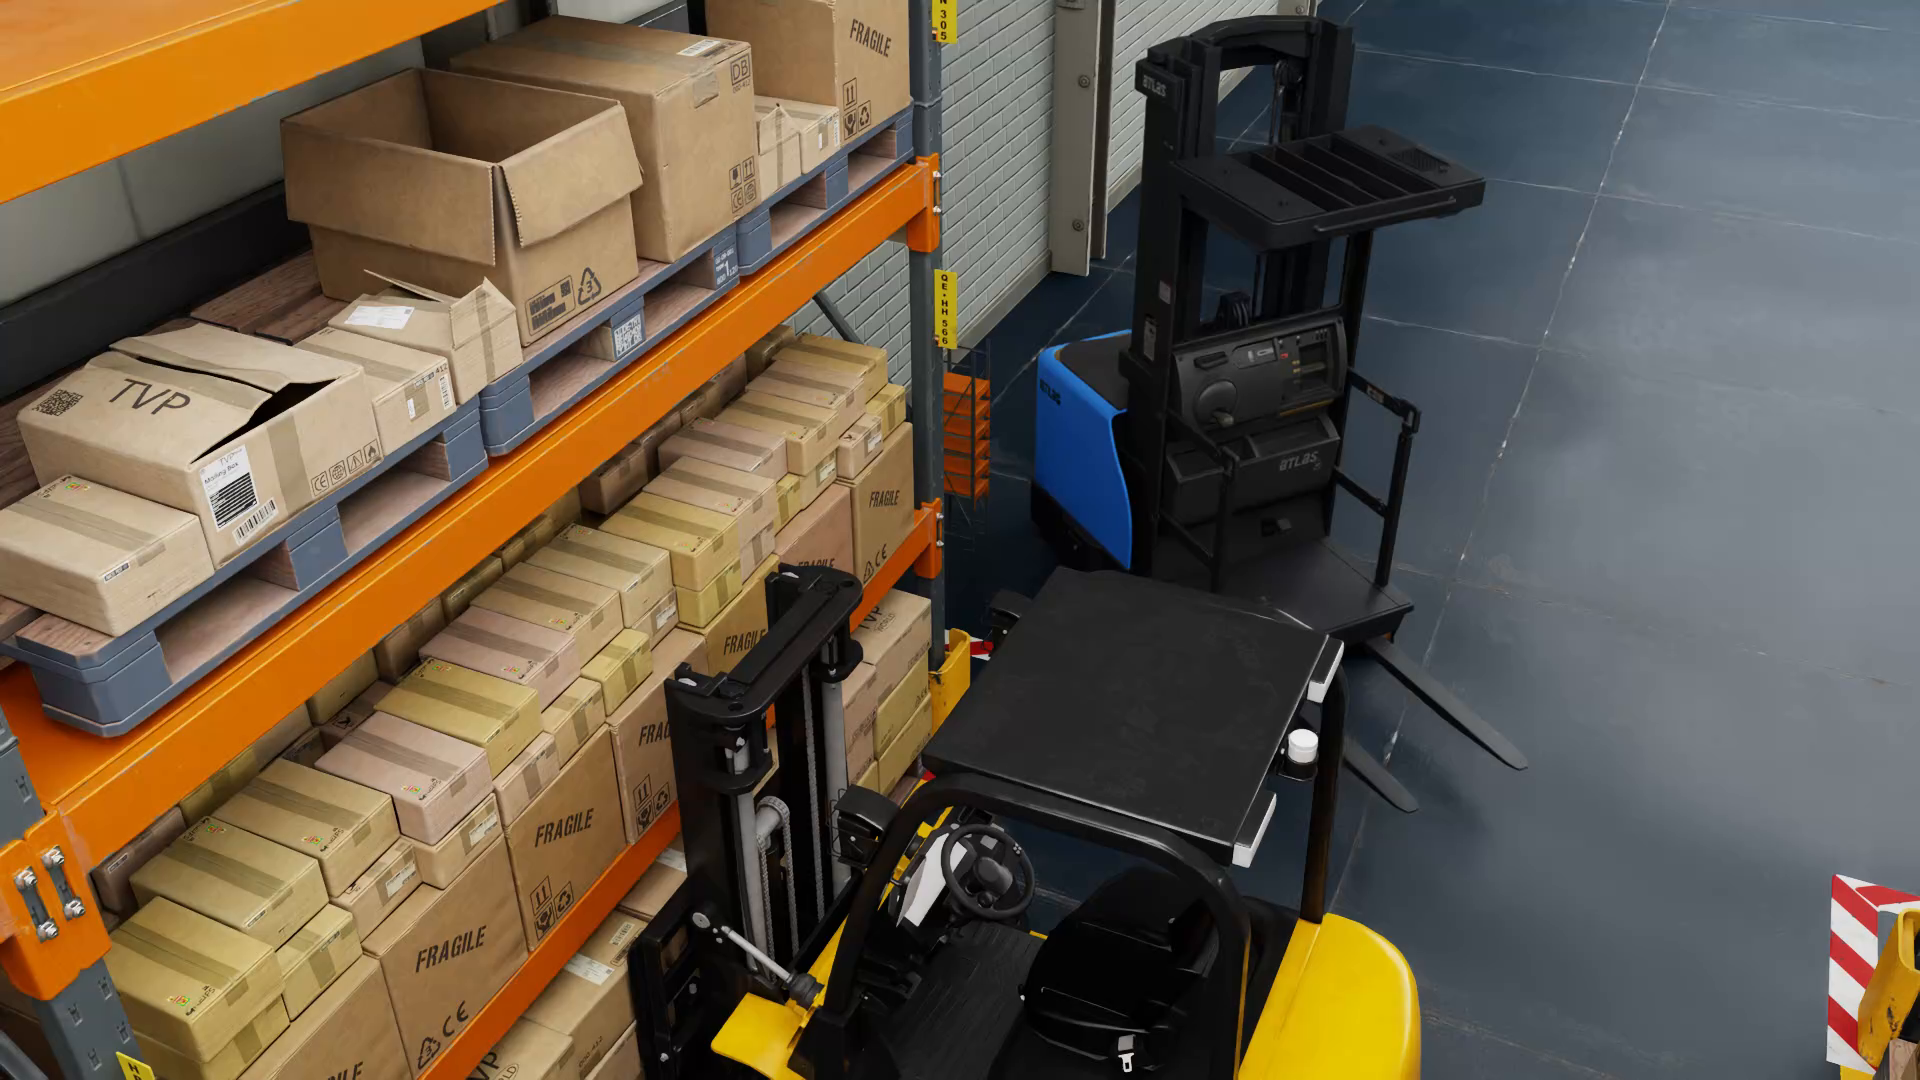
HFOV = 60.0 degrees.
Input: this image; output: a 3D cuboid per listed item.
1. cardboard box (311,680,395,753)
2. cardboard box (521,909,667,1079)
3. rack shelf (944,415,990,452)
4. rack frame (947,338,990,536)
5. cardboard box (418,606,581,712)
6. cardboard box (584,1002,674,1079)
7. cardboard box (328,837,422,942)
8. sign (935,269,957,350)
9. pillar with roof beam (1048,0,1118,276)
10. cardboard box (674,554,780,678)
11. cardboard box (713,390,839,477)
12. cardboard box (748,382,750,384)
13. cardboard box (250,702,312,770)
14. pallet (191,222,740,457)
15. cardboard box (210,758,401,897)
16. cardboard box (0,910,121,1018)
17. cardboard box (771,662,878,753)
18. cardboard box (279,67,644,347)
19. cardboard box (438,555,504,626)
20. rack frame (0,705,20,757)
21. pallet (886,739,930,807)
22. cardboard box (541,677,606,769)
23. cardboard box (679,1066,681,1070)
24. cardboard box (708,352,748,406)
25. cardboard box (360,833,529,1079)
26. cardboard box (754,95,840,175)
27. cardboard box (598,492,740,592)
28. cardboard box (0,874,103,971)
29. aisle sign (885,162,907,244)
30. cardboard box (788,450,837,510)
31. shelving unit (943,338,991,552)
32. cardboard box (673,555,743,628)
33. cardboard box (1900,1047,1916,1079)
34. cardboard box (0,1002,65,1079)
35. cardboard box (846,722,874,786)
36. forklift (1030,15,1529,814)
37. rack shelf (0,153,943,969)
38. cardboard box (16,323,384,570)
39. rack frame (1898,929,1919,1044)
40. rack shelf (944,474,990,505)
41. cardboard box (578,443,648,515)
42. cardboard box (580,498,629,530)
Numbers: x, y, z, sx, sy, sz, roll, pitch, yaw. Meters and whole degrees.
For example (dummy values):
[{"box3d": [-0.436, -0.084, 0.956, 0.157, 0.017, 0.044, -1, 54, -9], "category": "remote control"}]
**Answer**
[{"box3d": [-1.864, 0.512, 4.919, 0.380, 0.149, 0.250, 15, 36, 22], "category": "cardboard box"}, {"box3d": [-1.310, 1.431, 5.413, 0.500, 0.250, 0.500, 15, 36, 22], "category": "cardboard box"}, {"box3d": [0.006, -0.572, 8.759, 0.258, 0.103, 0.180, 14, 36, 20], "category": "rack shelf"}, {"box3d": [0.044, -0.555, 8.870, 0.240, 1.200, 0.006, 14, 36, 20], "category": "rack frame"}, {"box3d": [-1.349, 0.359, 4.881, 0.380, 0.149, 0.250, 14, 36, 20], "category": "cardboard box"}, {"box3d": [-1.306, 1.643, 5.546, 0.500, 0.250, 0.500, 14, 36, 20], "category": "cardboard box"}, {"box3d": [-1.656, 0.870, 4.373, 0.380, 0.149, 0.250, 14, 36, 20], "category": "cardboard box"}, {"box3d": [-0.058, -0.897, 6.479, 0.100, 0.325, 0.005, 14, 36, 20], "category": "sign"}, {"box3d": [4.765, -4.815, 8.254, 9.100, 9.000, 0.400, 14, 36, 20], "category": "pillar with roof beam"}, {"box3d": [-0.952, 0.330, 5.789, 0.500, 0.500, 0.500, 13, 36, 20], "category": "cardboard box"}, {"box3d": [-0.663, -0.389, 6.023, 0.380, 0.149, 0.250, 15, 36, 22], "category": "cardboard box"}, {"box3d": [-0.923, -0.649, 6.690, 0.380, 0.149, 0.250, 13, 36, 19], "category": "cardboard box"}, {"box3d": [-2.070, 0.492, 4.679, 0.380, 0.149, 0.250, 13, 36, 20], "category": "cardboard box"}, {"box3d": [-1.374, -0.707, 4.806, 1.003, 0.211, 1.213, 14, 36, 20], "category": "pallet"}, {"box3d": [-1.690, 0.739, 4.302, 0.380, 0.149, 0.250, 14, 36, 20], "category": "cardboard box"}, {"box3d": [-2.317, 1.015, 4.152, 0.380, 0.149, 0.250, 14, 36, 20], "category": "cardboard box"}, {"box3d": [-0.663, 0.667, 6.578, 0.500, 0.250, 0.500, 15, 36, 21], "category": "cardboard box"}, {"box3d": [-1.308, -0.914, 4.473, 0.797, 0.503, 0.637, 15, 36, 22], "category": "cardboard box"}, {"box3d": [-1.660, 0.132, 5.228, 0.380, 0.149, 0.250, 15, 36, 22], "category": "cardboard box"}, {"box3d": [-2.219, -0.962, 2.379, 1.000, 3.000, 0.127, 14, 36, 20], "category": "rack frame"}, {"box3d": [-0.827, 1.111, 7.231, 1.003, 0.211, 1.213, 14, 36, 20], "category": "pallet"}, {"box3d": [-1.285, 0.505, 4.931, 0.380, 0.149, 0.250, 13, 35, 19], "category": "cardboard box"}, {"box3d": [-1.086, 1.592, 6.080, 0.500, 0.250, 0.500, 15, 36, 22], "category": "cardboard box"}, {"box3d": [-1.048, -0.646, 6.415, 0.380, 0.149, 0.250, 15, 36, 22], "category": "cardboard box"}, {"box3d": [-1.593, 1.081, 4.643, 0.500, 0.500, 0.500, 15, 36, 21], "category": "cardboard box"}, {"box3d": [-0.616, -1.330, 5.430, 0.380, 0.149, 0.250, 13, 35, 19], "category": "cardboard box"}, {"box3d": [-0.946, 0.003, 5.425, 0.380, 0.149, 0.250, 15, 36, 21], "category": "cardboard box"}, {"box3d": [-2.359, 0.881, 4.085, 0.380, 0.149, 0.250, 14, 36, 21], "category": "cardboard box"}, {"box3d": [-0.251, -1.498, 6.296, 0.394, 0.787, 0.004, 14, 36, 20], "category": "aisle sign"}, {"box3d": [-0.680, -0.272, 6.115, 0.380, 0.149, 0.250, 15, 36, 21], "category": "cardboard box"}, {"box3d": [0.006, -0.509, 8.800, 0.258, 1.200, 0.189, 14, 36, 20], "category": "shelving unit"}, {"box3d": [-0.950, 0.123, 5.512, 0.380, 0.149, 0.250, 14, 36, 21], "category": "cardboard box"}, {"box3d": [3.376, 2.004, 5.451, 0.500, 0.250, 0.500, 14, 36, 20], "category": "cardboard box"}, {"box3d": [-2.276, 1.219, 4.432, 0.500, 0.500, 0.500, 14, 36, 20], "category": "cardboard box"}, {"box3d": [-0.684, 0.881, 6.707, 0.500, 0.250, 0.500, 14, 36, 20], "category": "cardboard box"}, {"box3d": [1.498, -0.719, 7.543, 1.130, 2.935, 3.031, -15, 36, -22], "category": "forklift"}, {"box3d": [-1.382, -0.403, 4.918, 1.077, 0.370, 4.000, 14, 36, 20], "category": "rack shelf"}, {"box3d": [-1.649, -0.246, 3.630, 0.500, 0.311, 0.500, 15, 36, 21], "category": "cardboard box"}, {"box3d": [3.965, 0.692, 5.328, 1.000, 3.000, 0.127, 14, 36, 20], "category": "rack frame"}, {"box3d": [0.006, -0.271, 8.956, 0.258, 0.103, 0.180, 14, 36, 20], "category": "rack shelf"}, {"box3d": [-1.322, -0.250, 5.811, 0.380, 0.149, 0.250, 15, 36, 22], "category": "cardboard box"}, {"box3d": [-1.416, -0.159, 5.943, 0.380, 0.149, 0.250, 15, 36, 21], "category": "cardboard box"}]
